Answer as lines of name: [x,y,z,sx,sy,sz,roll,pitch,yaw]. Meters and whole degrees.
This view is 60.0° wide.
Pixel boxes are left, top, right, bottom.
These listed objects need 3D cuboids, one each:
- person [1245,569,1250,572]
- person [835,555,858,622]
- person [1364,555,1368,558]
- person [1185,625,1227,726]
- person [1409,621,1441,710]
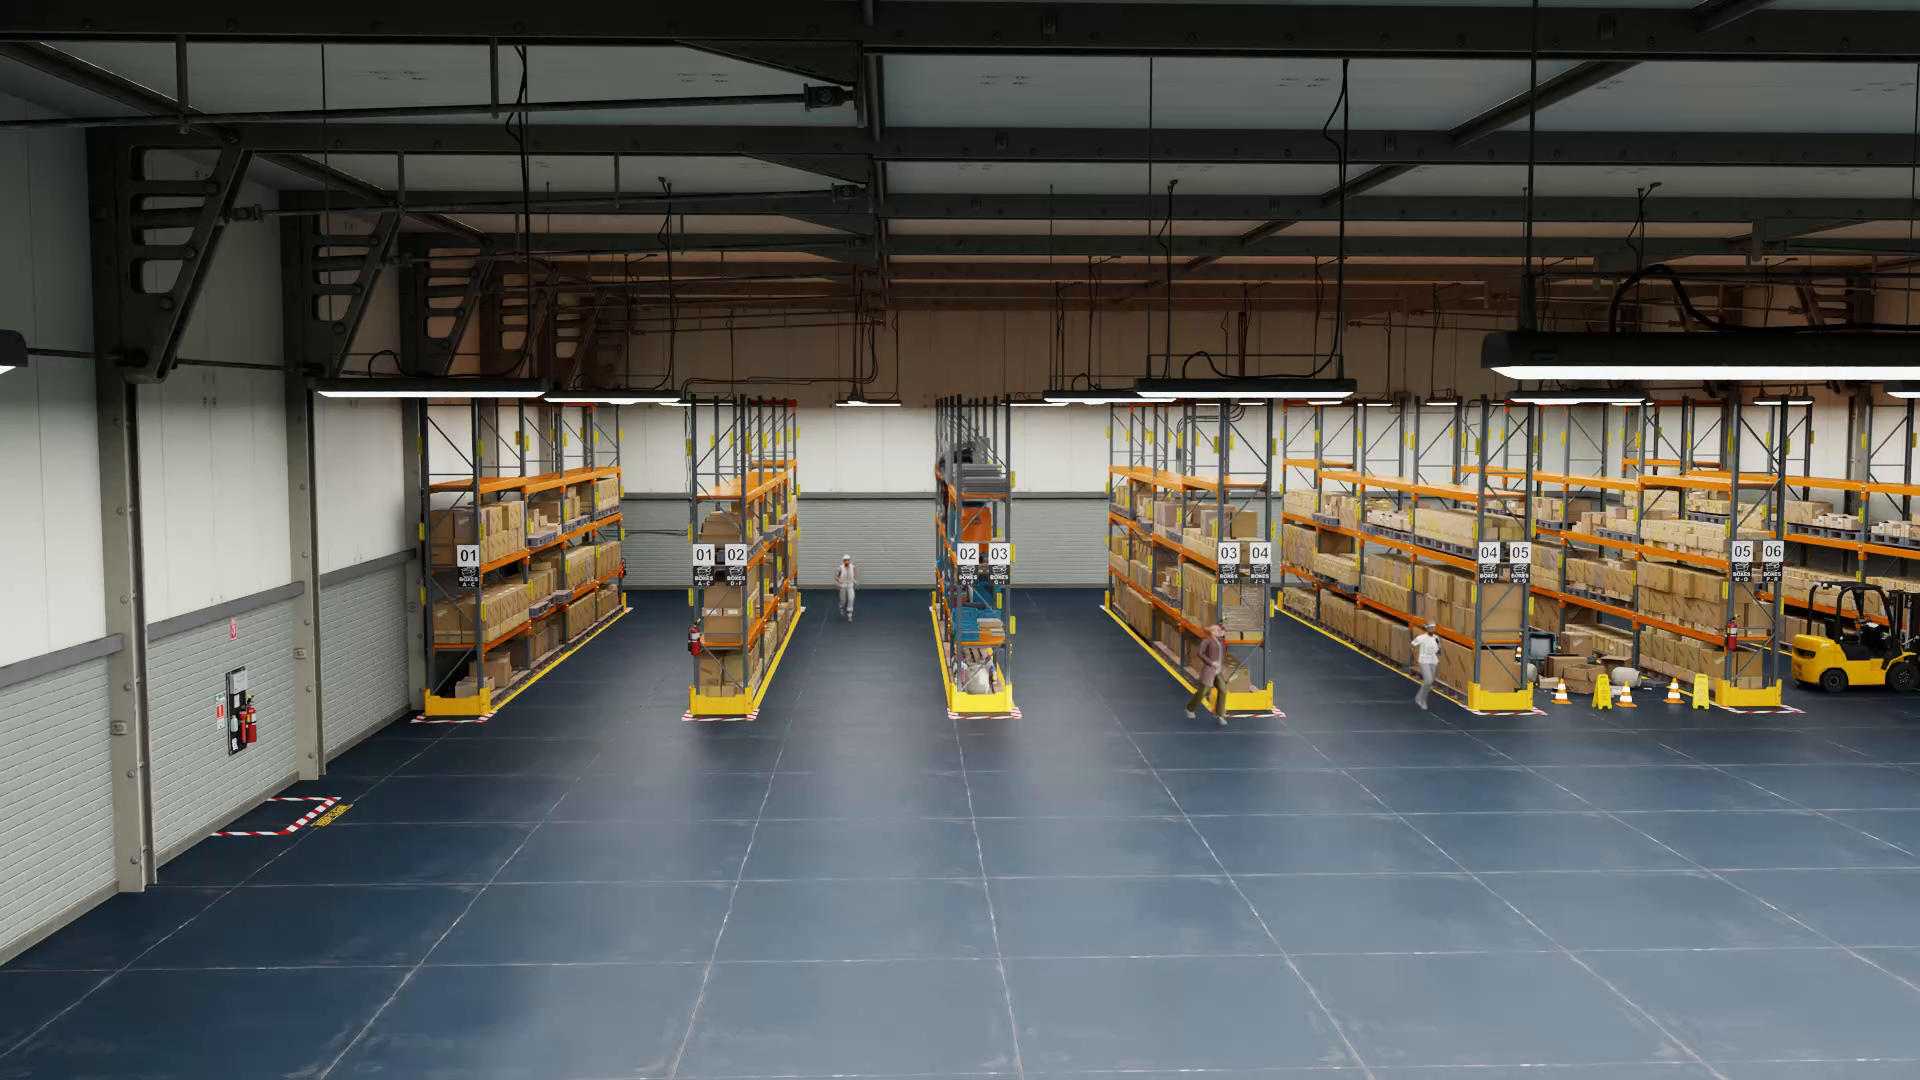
person: [8.178,1.119,48.350,0.687,1.612,0.823,4,6,43]
person: [-3.091,1.286,45.072,0.634,1.786,0.961,-1,5,-15]
person: [11.313,1.266,46.276,0.545,1.707,0.752,-1,5,-12]
person: [4.643,2.448,30.462,0.762,1.797,0.943,-3,6,-38]
person: [8.970,2.395,31.880,0.557,1.721,0.630,-2,5,-19]
